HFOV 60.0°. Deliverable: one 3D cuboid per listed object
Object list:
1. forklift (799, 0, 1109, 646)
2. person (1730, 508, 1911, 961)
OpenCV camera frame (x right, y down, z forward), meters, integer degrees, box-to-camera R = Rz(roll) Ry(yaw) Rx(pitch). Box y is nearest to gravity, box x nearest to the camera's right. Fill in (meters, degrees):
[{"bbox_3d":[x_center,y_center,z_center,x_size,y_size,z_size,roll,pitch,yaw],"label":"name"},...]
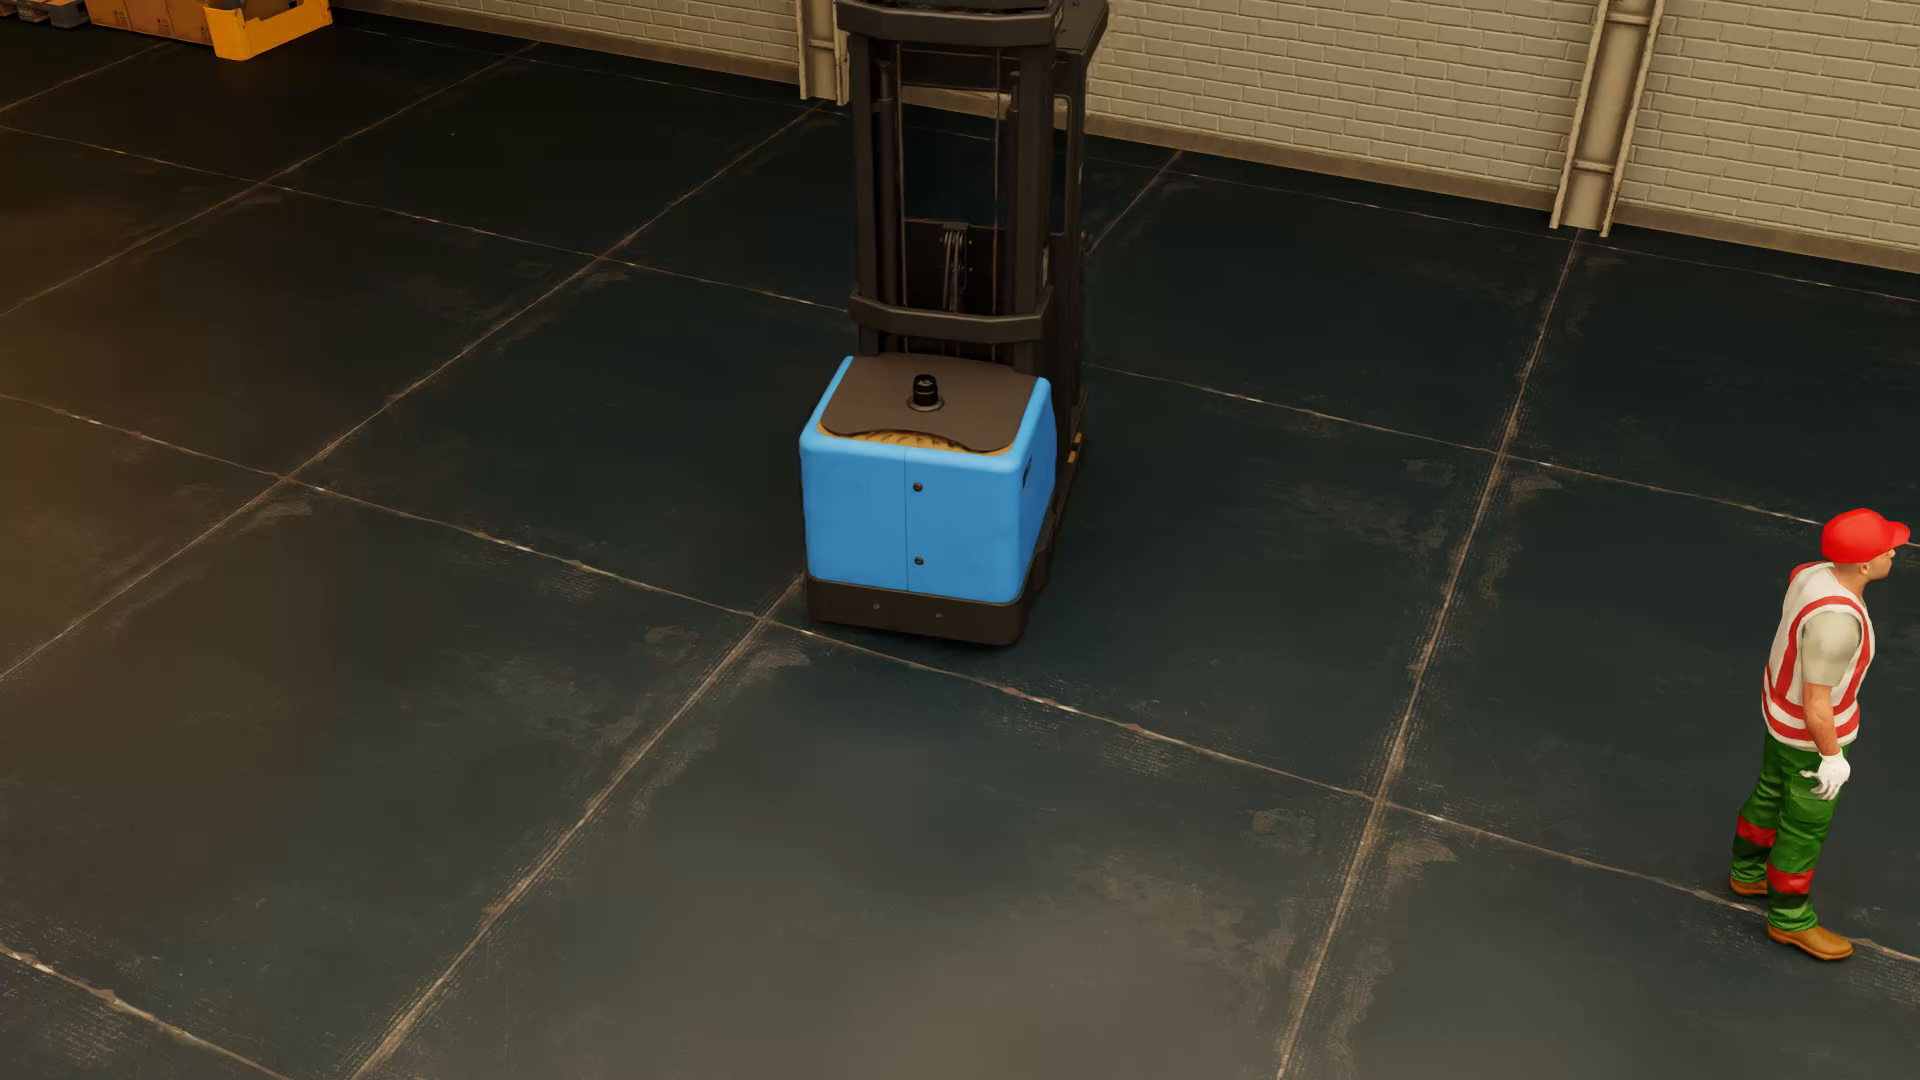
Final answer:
[{"bbox_3d":[0.085,-1.552,8.262,1.130,2.935,3.031,7,36,10],"label":"forklift"},{"bbox_3d":[3.202,0.681,6.103,0.564,1.787,0.638,9,37,13],"label":"person"}]
